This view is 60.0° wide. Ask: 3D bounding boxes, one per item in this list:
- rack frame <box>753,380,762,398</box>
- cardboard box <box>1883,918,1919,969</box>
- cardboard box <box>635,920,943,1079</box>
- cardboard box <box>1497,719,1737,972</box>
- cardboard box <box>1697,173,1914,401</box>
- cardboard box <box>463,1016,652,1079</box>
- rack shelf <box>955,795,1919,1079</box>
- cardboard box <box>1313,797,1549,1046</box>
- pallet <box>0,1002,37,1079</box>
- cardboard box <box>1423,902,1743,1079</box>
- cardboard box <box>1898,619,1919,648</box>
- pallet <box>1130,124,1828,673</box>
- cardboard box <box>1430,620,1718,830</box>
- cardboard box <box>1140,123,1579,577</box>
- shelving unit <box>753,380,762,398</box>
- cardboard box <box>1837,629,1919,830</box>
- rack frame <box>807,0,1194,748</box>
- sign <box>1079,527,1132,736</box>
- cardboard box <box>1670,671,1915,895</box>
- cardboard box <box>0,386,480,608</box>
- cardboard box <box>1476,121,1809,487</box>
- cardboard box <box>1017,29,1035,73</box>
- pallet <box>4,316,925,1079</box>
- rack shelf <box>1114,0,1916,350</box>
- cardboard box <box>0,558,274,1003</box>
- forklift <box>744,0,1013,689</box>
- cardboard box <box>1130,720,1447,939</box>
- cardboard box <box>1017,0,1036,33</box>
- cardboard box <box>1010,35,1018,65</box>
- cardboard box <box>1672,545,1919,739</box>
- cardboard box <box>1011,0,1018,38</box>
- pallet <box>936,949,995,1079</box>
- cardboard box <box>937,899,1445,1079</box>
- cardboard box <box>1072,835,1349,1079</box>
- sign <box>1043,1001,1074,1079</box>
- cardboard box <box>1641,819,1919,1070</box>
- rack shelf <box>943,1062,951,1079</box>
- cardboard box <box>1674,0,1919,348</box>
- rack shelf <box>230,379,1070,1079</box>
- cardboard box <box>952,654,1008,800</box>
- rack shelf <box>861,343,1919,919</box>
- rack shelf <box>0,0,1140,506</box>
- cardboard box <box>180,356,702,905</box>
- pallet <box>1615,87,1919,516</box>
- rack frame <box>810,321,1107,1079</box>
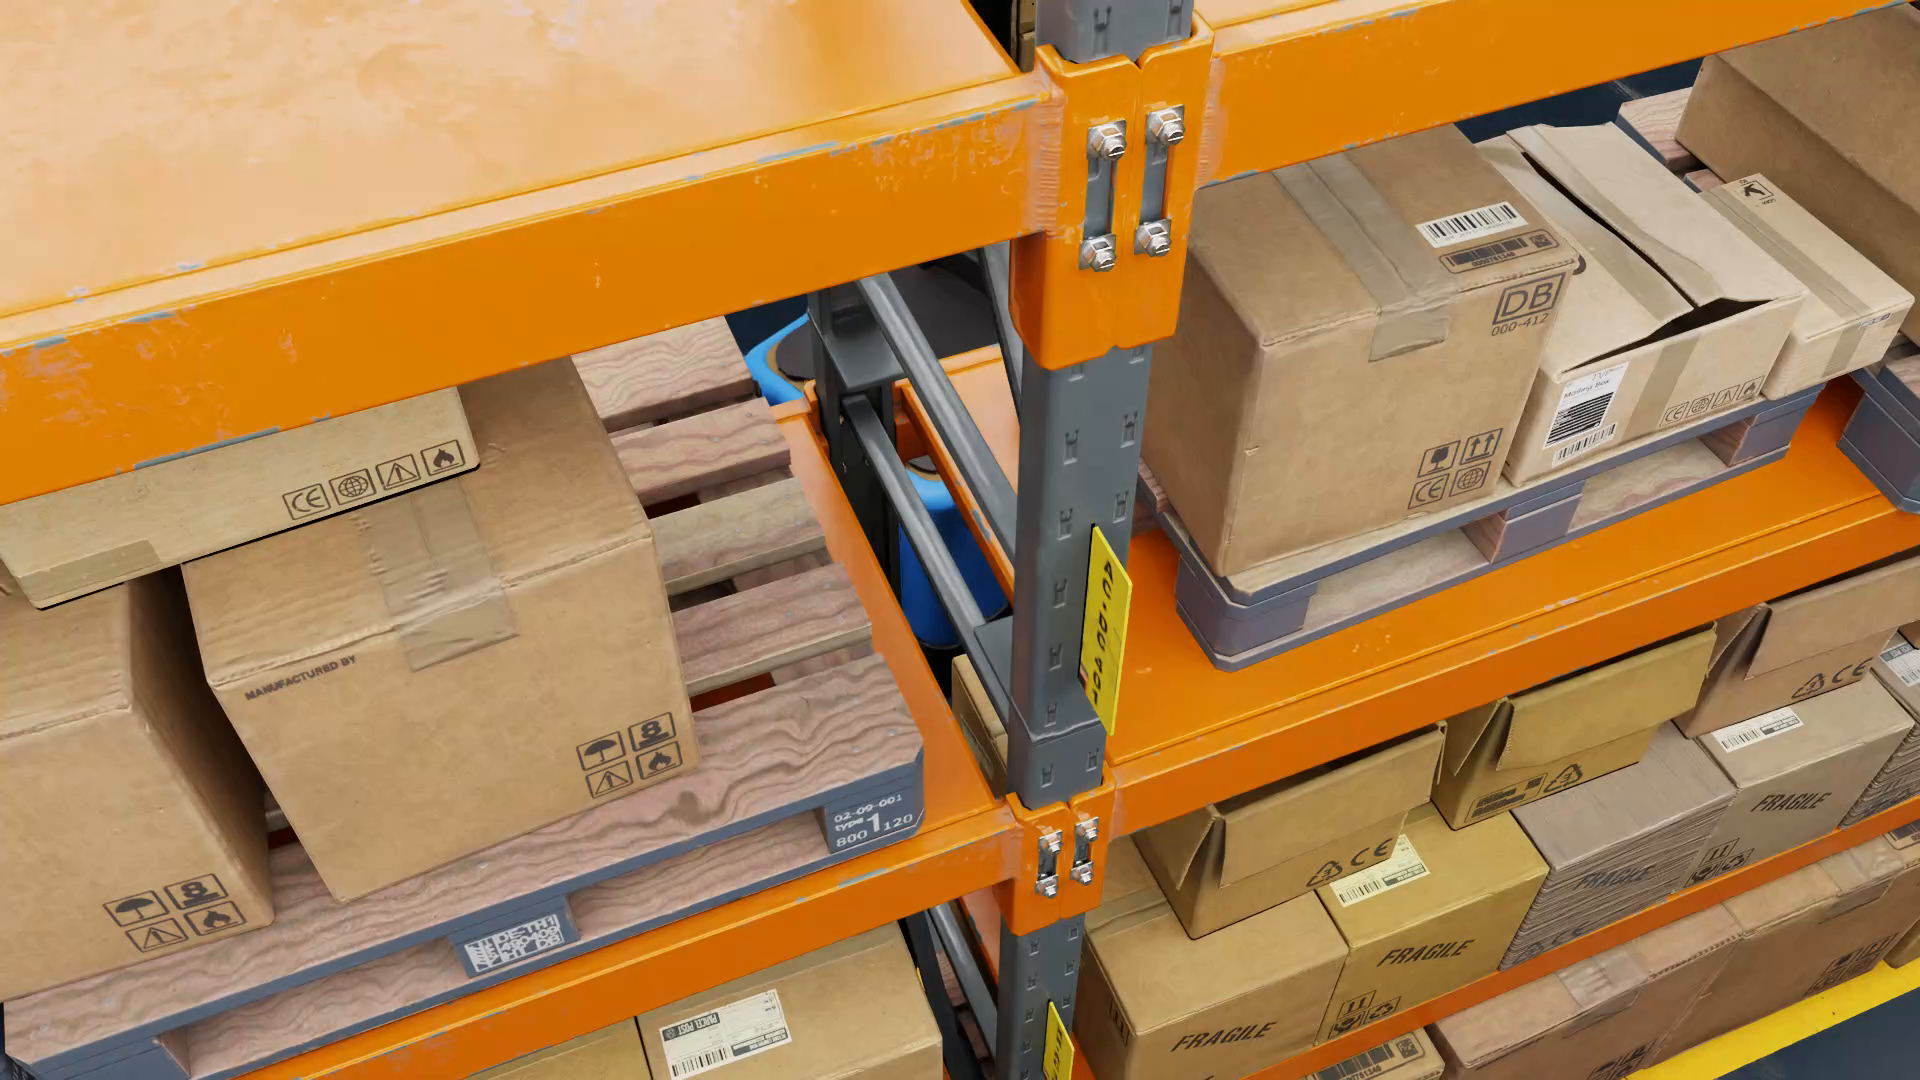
[{"bbox_3d":[-0.604,0.010,5.841,0.032,1.125,0.500,-16,51,-13],"label":"rack frame"},{"bbox_3d":[3.030,0.497,5.311,0.875,0.875,1.225,-19,52,-16],"label":"cardboard box"},{"bbox_3d":[-0.351,0.933,3.221,0.500,0.500,0.500,-16,51,-13],"label":"cardboard box"},{"bbox_3d":[1.422,0.628,4.008,0.500,0.500,0.500,-18,52,-15],"label":"cardboard box"},{"bbox_3d":[1.409,-0.449,2.910,0.250,0.149,0.380,-19,52,-16],"label":"cardboard box"},{"bbox_3d":[-0.816,1.073,3.100,0.500,0.500,0.500,-17,51,-14],"label":"cardboard box"},{"bbox_3d":[1.825,0.566,4.602,4.000,0.370,1.077,-17,52,-14],"label":"rack shelf"},{"bbox_3d":[0.959,0.772,3.885,0.500,0.500,0.500,-17,51,-14],"label":"cardboard box"},{"bbox_3d":[-1.915,0.531,2.238,1.213,0.211,1.003,-17,52,-14],"label":"pallet"},{"bbox_3d":[1.385,1.006,4.873,0.875,0.875,1.225,-19,52,-15],"label":"cardboard box"},{"bbox_3d":[2.389,-0.218,4.074,0.637,0.503,0.797,-16,51,-13],"label":"cardboard box"},{"bbox_3d":[0.804,-0.307,3.026,1.217,0.209,0.805,-19,52,-16],"label":"pallet"},{"bbox_3d":[1.202,0.168,3.742,0.637,0.503,0.797,-17,51,-14],"label":"cardboard box"},{"bbox_3d":[0.507,-0.415,2.650,0.500,0.500,0.700,-16,51,-13],"label":"cardboard box"},{"bbox_3d":[-1.079,0.147,5.723,1.048,1.125,0.538,-16,51,-13],"label":"shelving unit"},{"bbox_3d":[2.370,0.331,4.263,0.500,0.500,0.500,-19,52,-15],"label":"cardboard box"},{"bbox_3d":[-0.026,-1.049,1.560,0.127,3.000,1.000,-17,52,-14],"label":"rack frame"},{"bbox_3d":[0.185,0.123,2.138,0.005,0.325,0.100,-17,52,-14],"label":"sign"},{"bbox_3d":[1.899,0.476,4.139,0.500,0.500,0.500,-16,51,-14],"label":"cardboard box"},{"bbox_3d":[-0.900,-0.253,1.951,0.500,0.250,0.500,-20,52,-17],"label":"cardboard box"},{"bbox_3d":[1.023,-0.431,2.789,0.500,0.311,0.500,-19,52,-15],"label":"cardboard box"},{"bbox_3d":[0.419,-2.395,8.041,0.500,0.500,0.500,-19,52,-16],"label":"cardboard box"},{"bbox_3d":[-0.788,0.184,2.537,1.213,0.211,1.003,-17,52,-14],"label":"pallet"},{"bbox_3d":[1.825,-1.258,2.477,4.000,0.370,1.077,-17,52,-14],"label":"rack shelf"},{"bbox_3d":[-1.228,0.144,2.104,0.500,0.500,0.700,-15,51,-12],"label":"cardboard box"},{"bbox_3d":[0.613,-1.436,5.892,1.130,2.935,3.031,36,58,27],"label":"forklift"},{"bbox_3d":[0.562,0.357,3.580,0.637,0.503,0.797,-18,52,-15],"label":"cardboard box"},{"bbox_3d":[0.421,-2.654,7.769,0.500,0.250,0.500,-16,51,-13],"label":"cardboard box"},{"bbox_3d":[-0.055,-2.268,7.932,0.500,0.500,0.500,-16,51,-14],"label":"cardboard box"},{"bbox_3d":[1.771,-0.021,3.905,0.637,0.503,0.797,-16,51,-13],"label":"cardboard box"},{"bbox_3d":[-0.058,-2.498,7.635,0.500,0.250,0.500,-15,51,-13],"label":"cardboard box"},{"bbox_3d":[0.659,1.540,5.129,1.213,0.211,1.003,-17,52,-14],"label":"pallet"},{"bbox_3d":[0.558,1.263,4.653,0.875,0.875,1.225,-17,51,-14],"label":"cardboard box"},{"bbox_3d":[0.494,0.916,3.761,0.500,0.500,0.500,-17,51,-14],"label":"cardboard box"},{"bbox_3d":[0.185,0.987,3.143,0.005,0.325,0.100,-17,52,-14],"label":"sign"},{"bbox_3d":[2.202,0.747,5.096,0.875,0.875,1.225,-17,51,-14],"label":"cardboard box"},{"bbox_3d":[-1.878,1.713,3.616,4.000,0.370,1.077,-17,52,-14],"label":"rack shelf"},{"bbox_3d":[1.793,-0.789,2.969,0.637,0.503,0.797,-18,52,-15],"label":"cardboard box"},{"bbox_3d":[-1.878,0.736,2.478,4.000,0.370,1.077,-17,52,-14],"label":"rack shelf"},{"bbox_3d":[0.303,0.547,4.078,0.500,0.500,0.500,-17,51,-14],"label":"cardboard box"},{"bbox_3d":[1.825,-0.411,3.464,4.000,0.370,1.077,-17,52,-14],"label":"rack shelf"},{"bbox_3d":[-1.878,-0.111,1.492,4.000,0.370,1.077,-17,52,-14],"label":"rack shelf"},{"bbox_3d":[-0.728,-0.007,2.234,0.500,0.500,0.700,-20,52,-16],"label":"cardboard box"},{"bbox_3d":[2.066,-0.613,3.287,1.213,0.211,1.003,-15,51,-13],"label":"pallet"},{"bbox_3d":[-0.026,0.905,3.836,0.127,3.000,1.000,-17,52,-14],"label":"rack frame"}]
